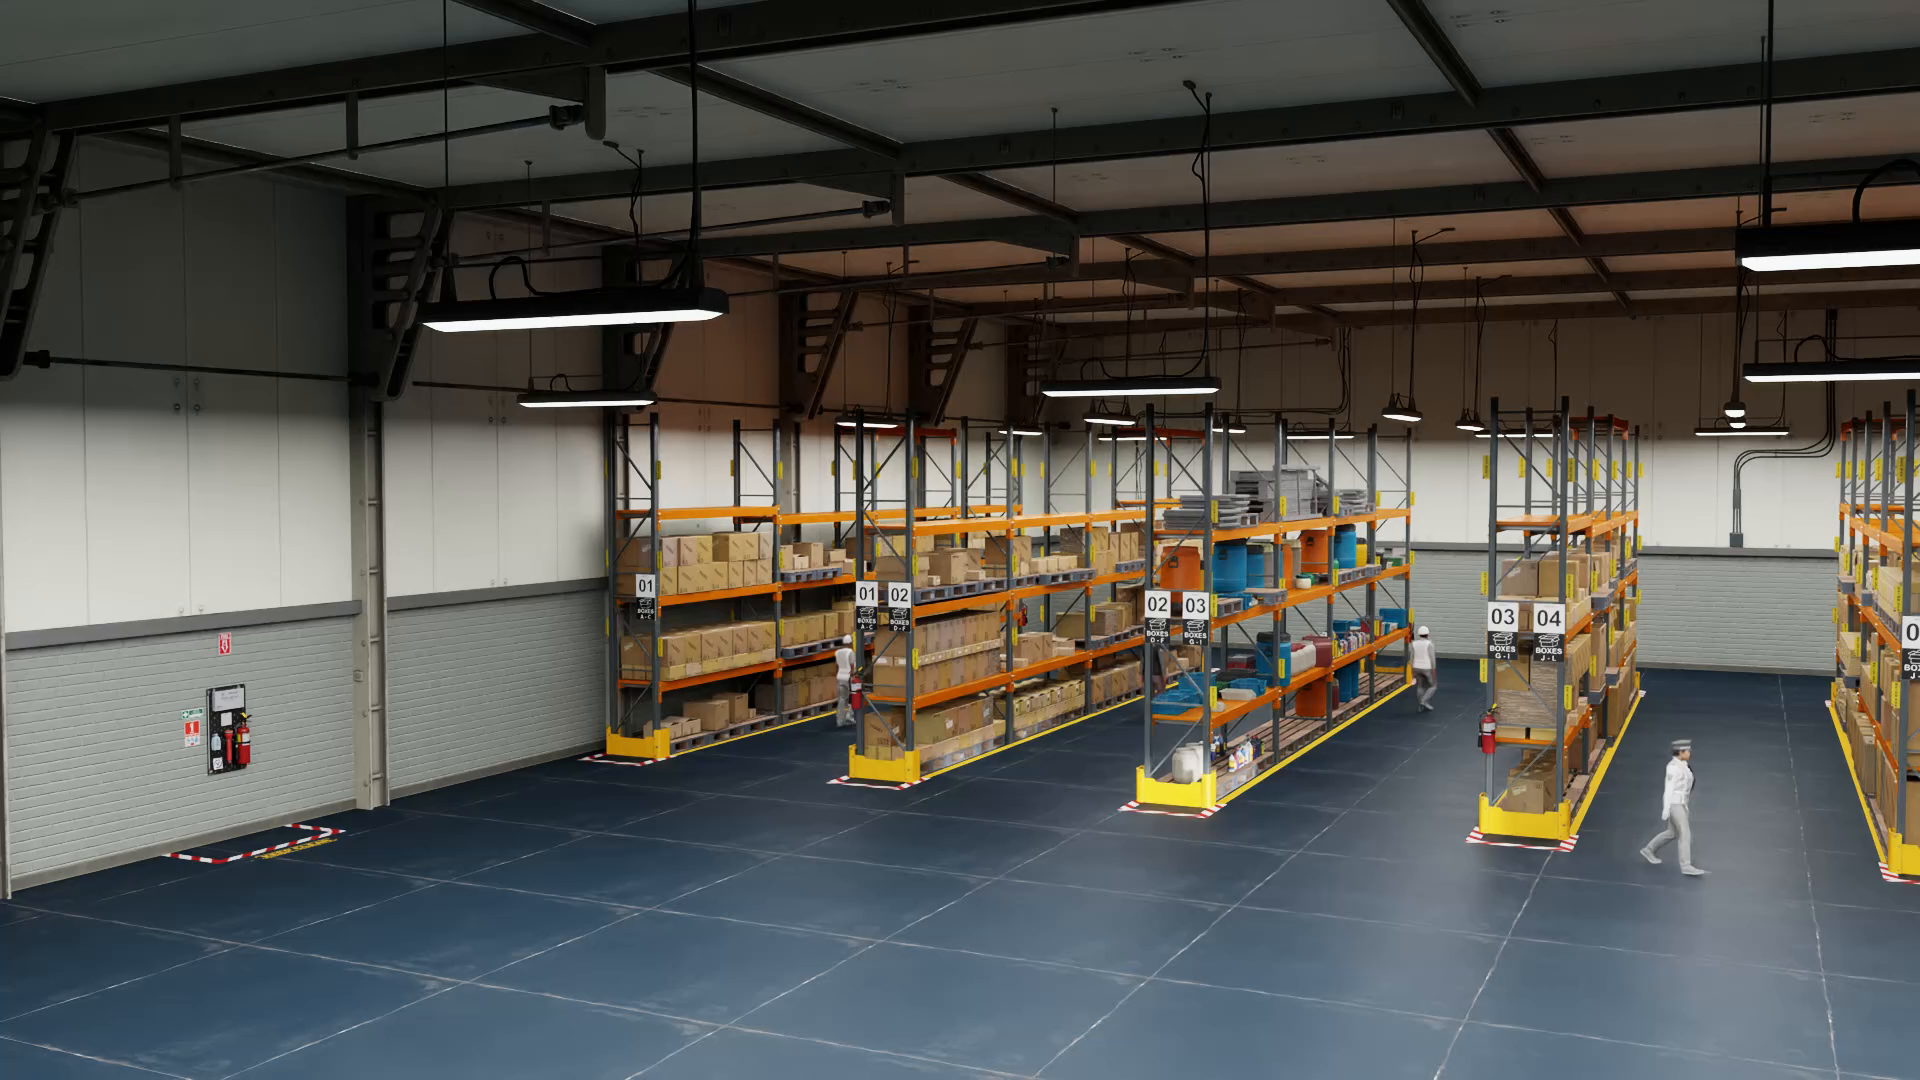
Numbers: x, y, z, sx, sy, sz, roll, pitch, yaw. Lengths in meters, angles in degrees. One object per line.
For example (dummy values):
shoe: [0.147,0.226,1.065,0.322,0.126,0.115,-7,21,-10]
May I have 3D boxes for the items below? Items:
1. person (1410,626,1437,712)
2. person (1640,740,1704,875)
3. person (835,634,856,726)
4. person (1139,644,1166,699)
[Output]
person: [9.582,2.675,34.410,0.578,1.771,0.516,2,3,42]
person: [8.914,3.306,20.776,0.812,1.637,0.490,2,3,34]
person: [-2.205,2.732,32.482,0.597,1.766,0.497,2,3,40]
person: [3.863,2.746,33.348,0.564,1.721,0.511,2,3,35]
